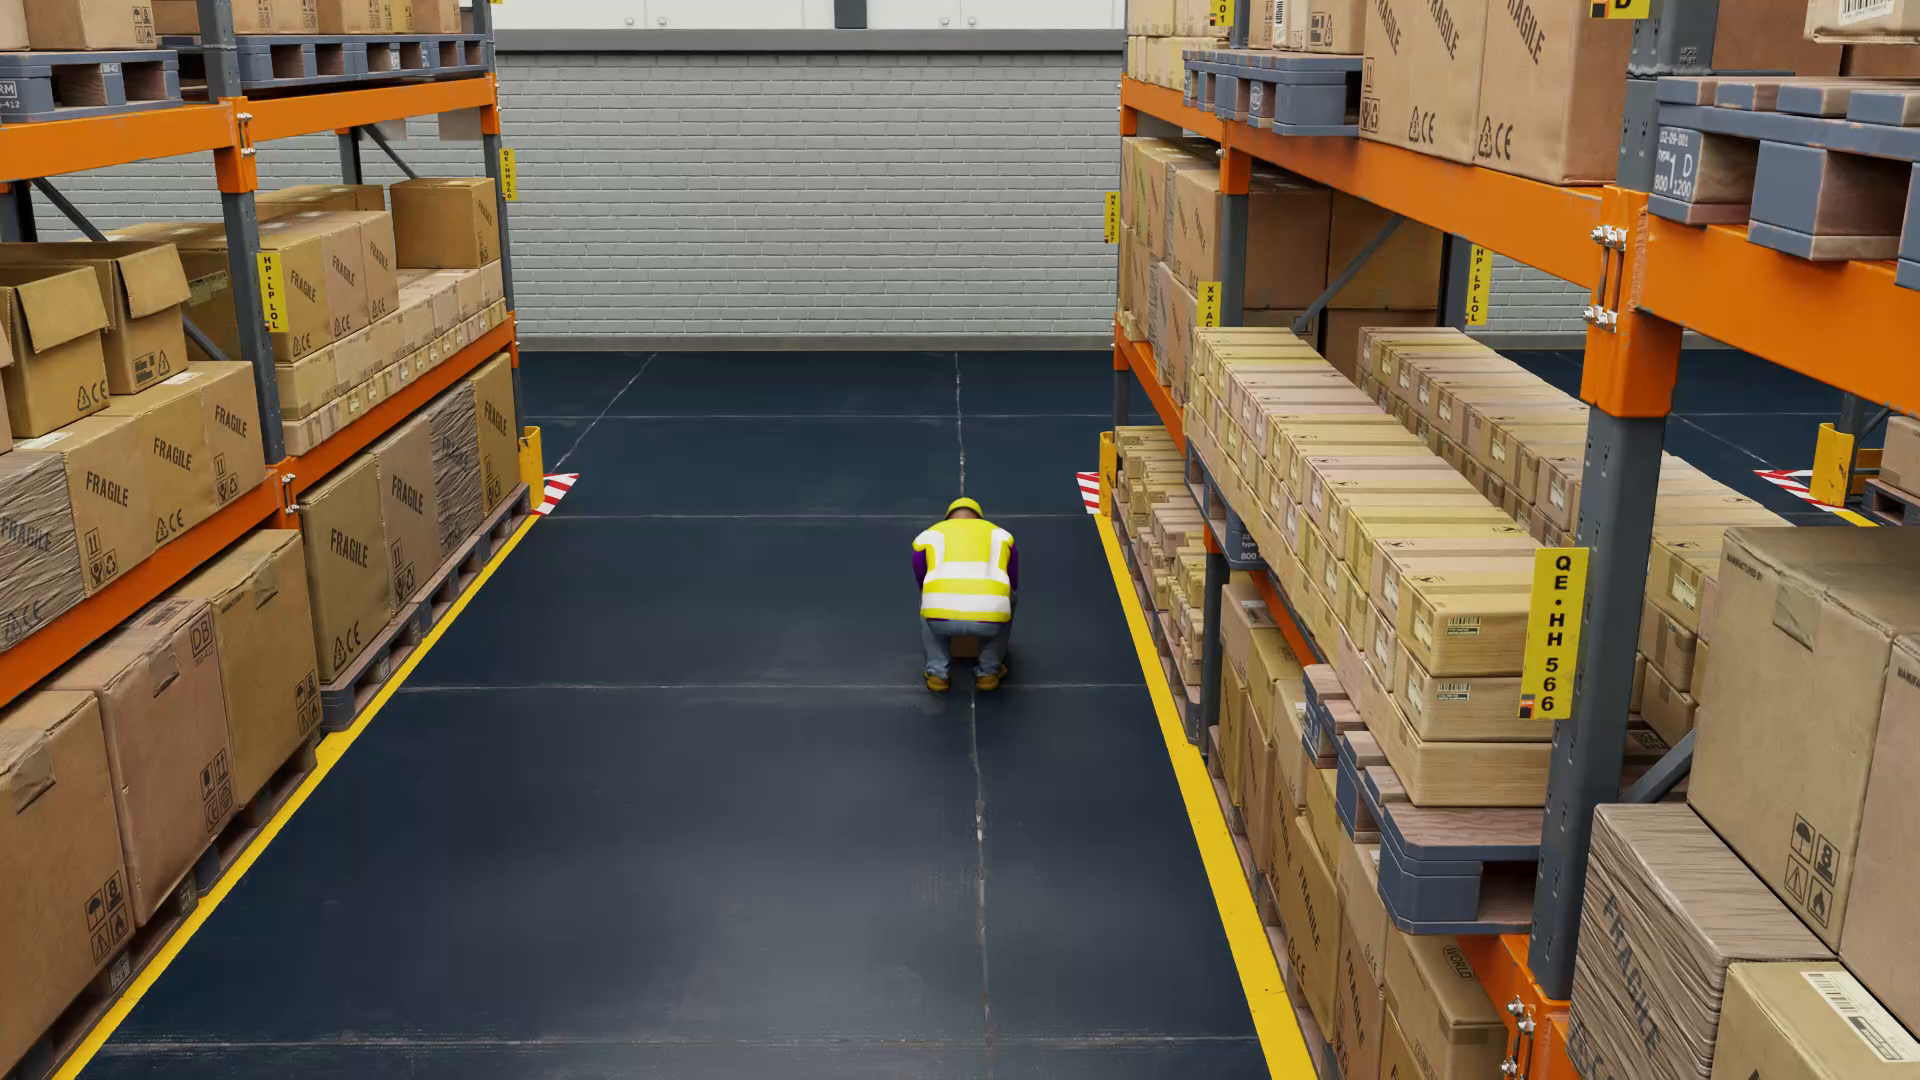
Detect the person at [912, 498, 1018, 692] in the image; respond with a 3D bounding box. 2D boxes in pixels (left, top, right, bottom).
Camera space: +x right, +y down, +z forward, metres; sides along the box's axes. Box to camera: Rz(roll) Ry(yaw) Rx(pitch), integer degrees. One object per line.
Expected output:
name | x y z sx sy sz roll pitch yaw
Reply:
person | 0.015 0.311 8.270 0.531 0.874 0.939 1 17 5
